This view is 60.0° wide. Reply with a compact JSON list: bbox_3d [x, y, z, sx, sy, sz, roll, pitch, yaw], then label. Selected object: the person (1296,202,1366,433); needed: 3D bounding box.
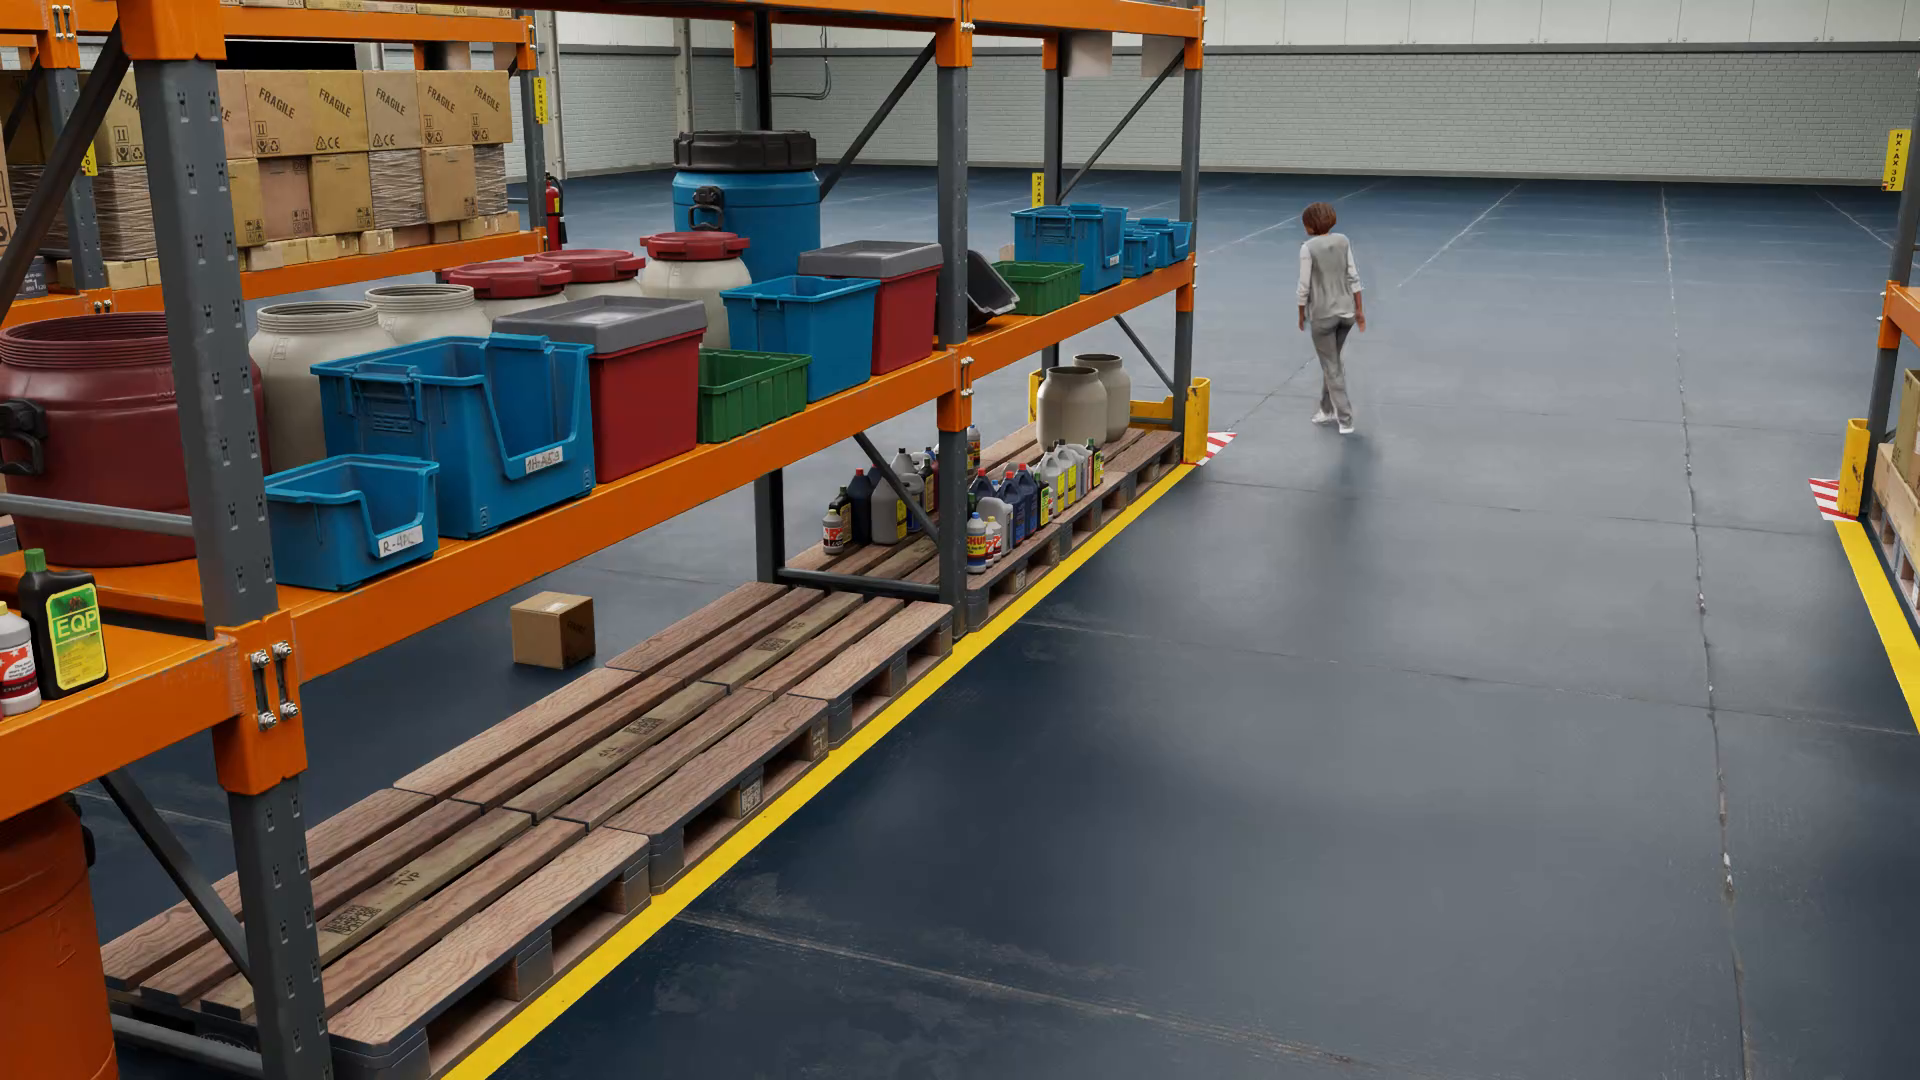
[{"bbox_3d":[2.515,-1.526,11.472,0.479,1.569,0.622,-6,17,-19],"label":"person"}]
